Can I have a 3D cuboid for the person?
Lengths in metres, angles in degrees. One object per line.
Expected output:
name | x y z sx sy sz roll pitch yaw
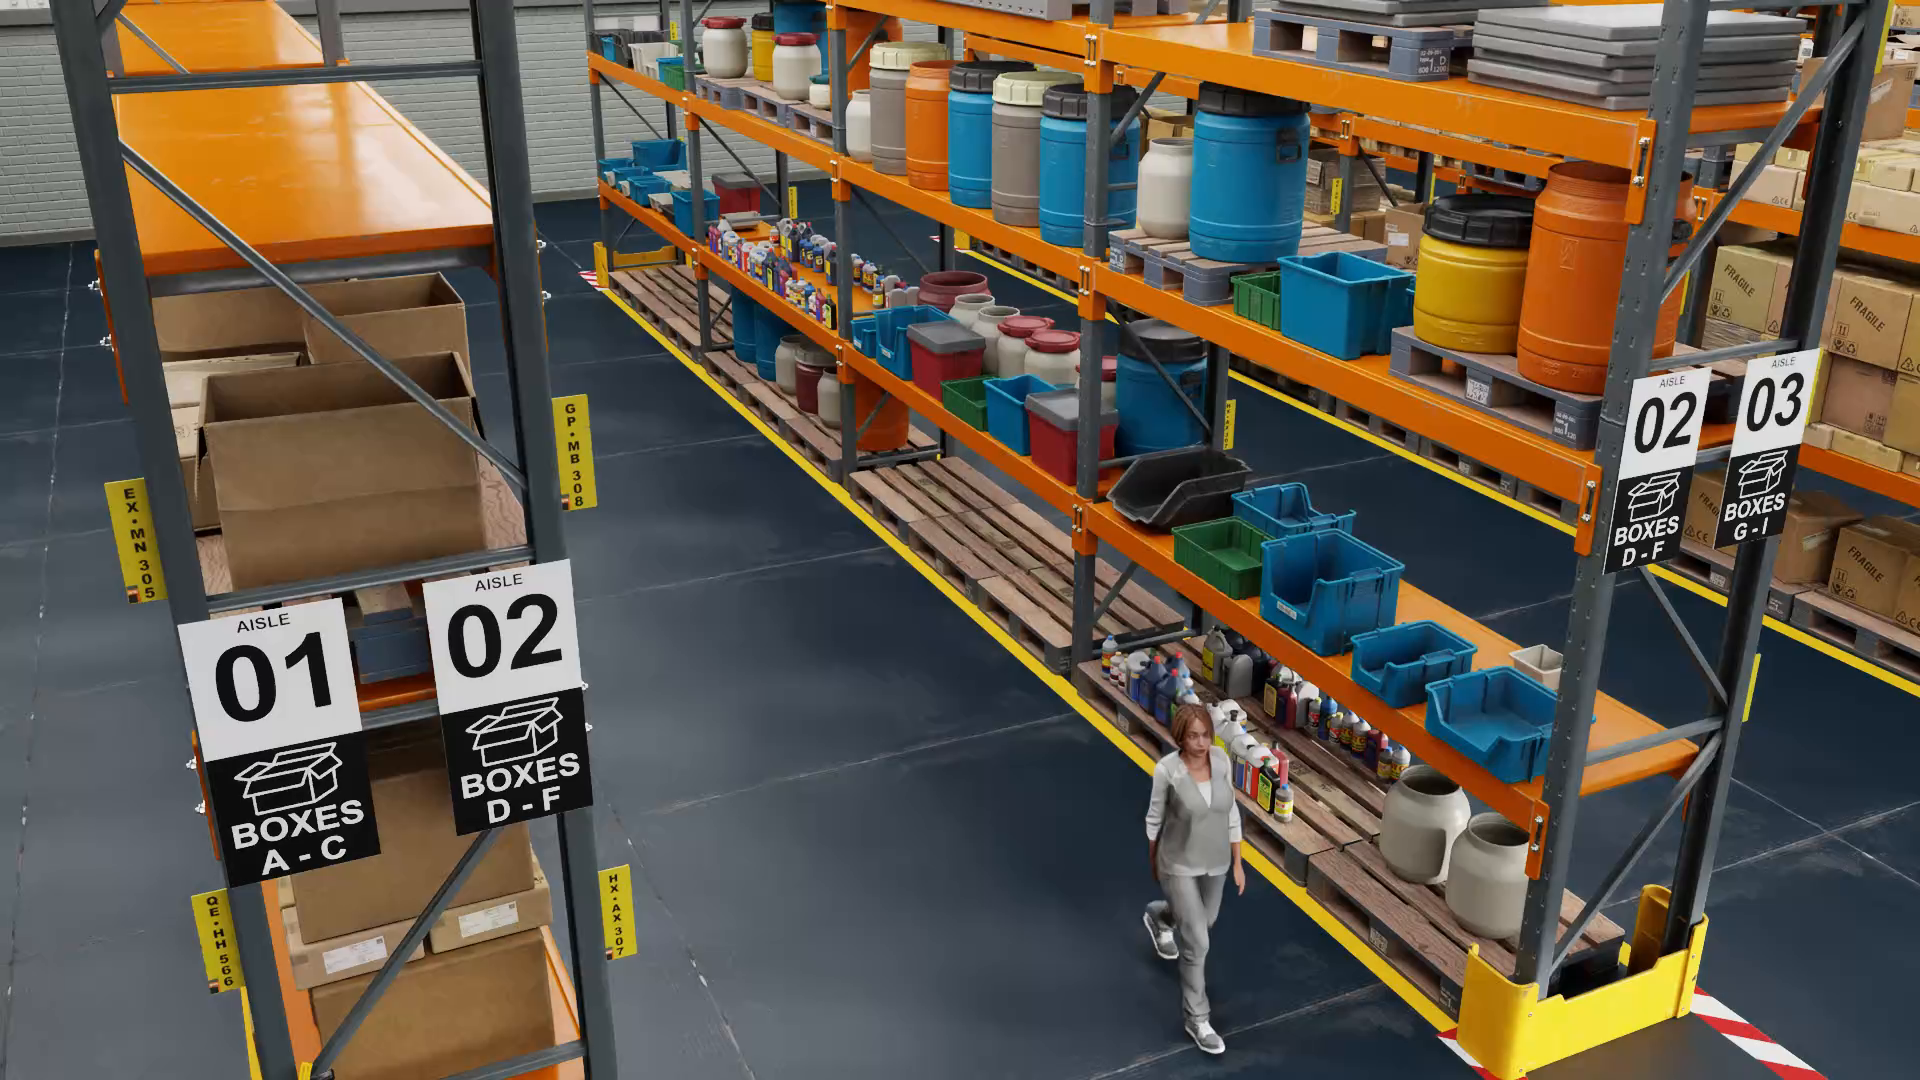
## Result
person | 1.040 1.436 7.508 0.398 1.556 0.857 -10 24 -22
